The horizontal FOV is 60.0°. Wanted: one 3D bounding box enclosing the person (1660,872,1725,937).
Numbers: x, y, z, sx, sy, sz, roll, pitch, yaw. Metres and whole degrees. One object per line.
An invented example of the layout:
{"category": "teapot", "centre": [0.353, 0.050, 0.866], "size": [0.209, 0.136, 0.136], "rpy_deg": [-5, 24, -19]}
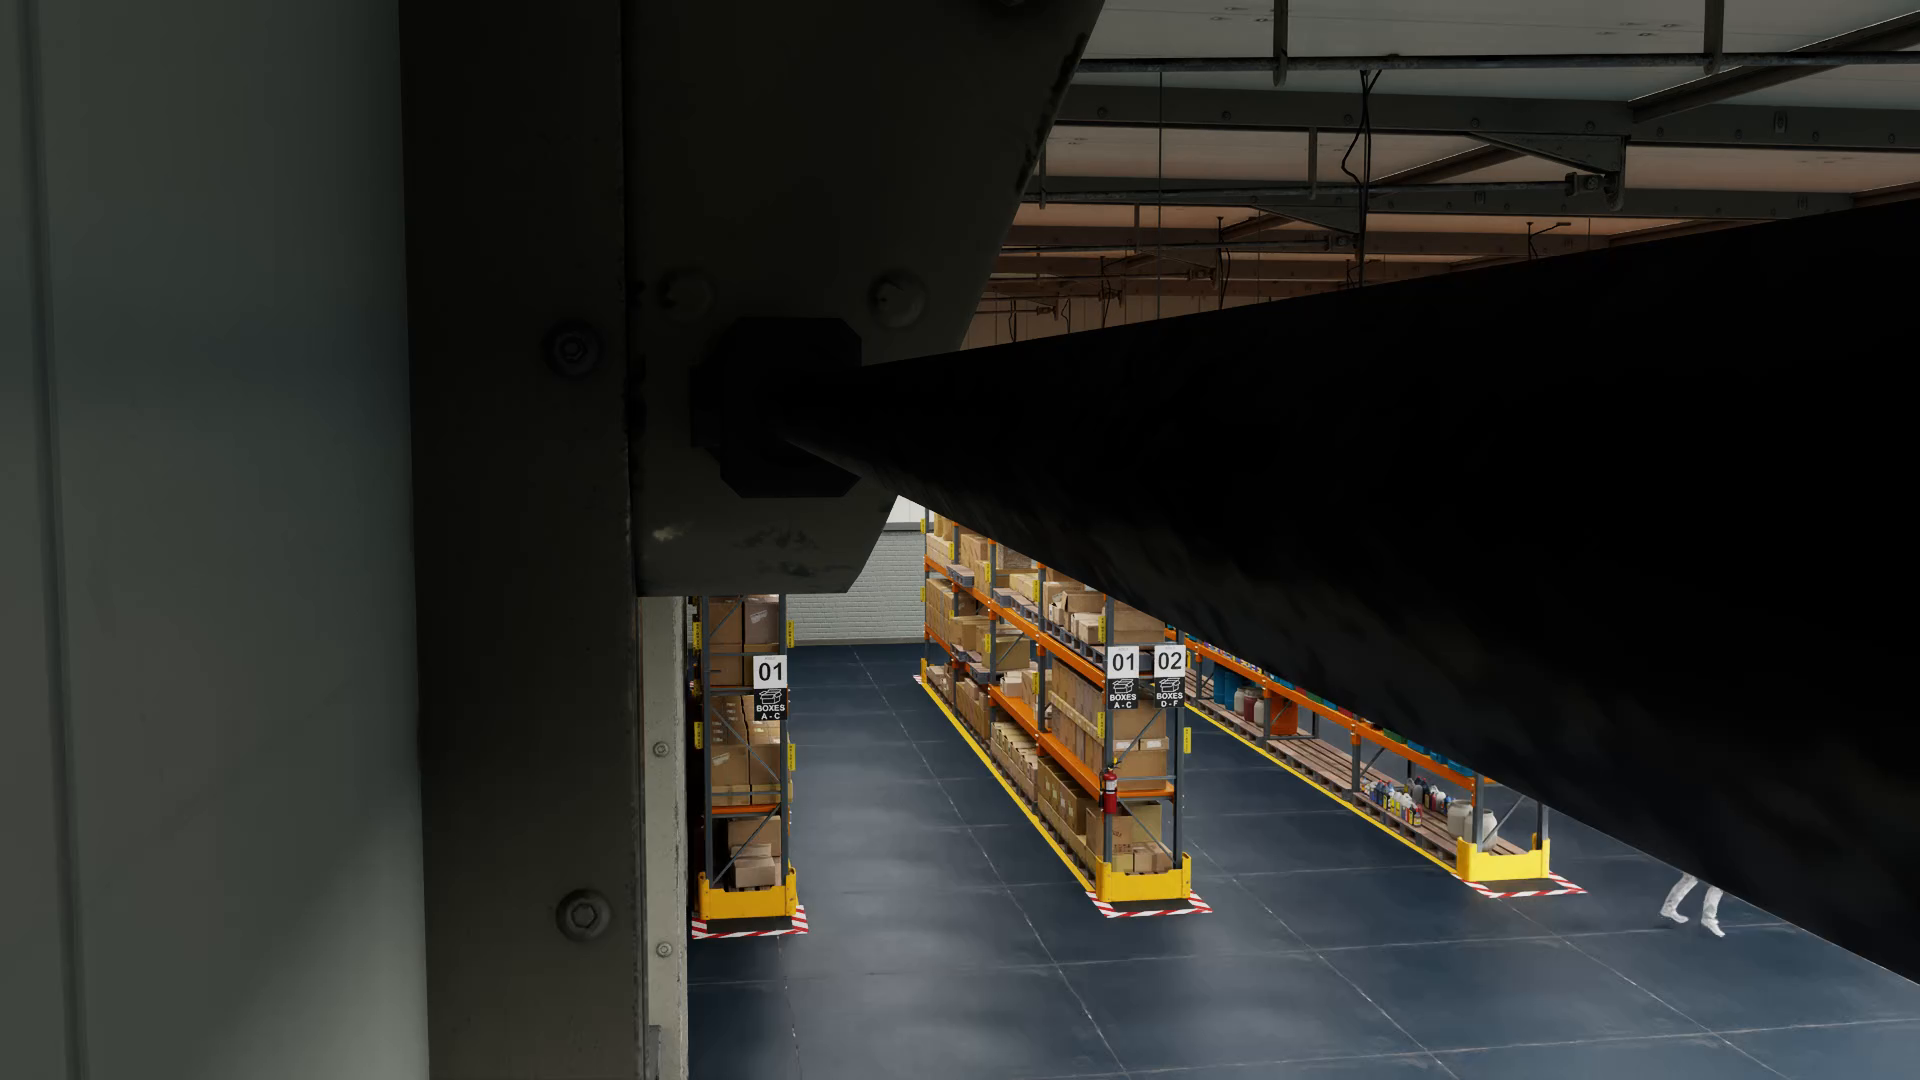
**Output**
{"category": "person", "centre": [8.701, 3.719, 19.587], "size": [0.782, 1.844, 0.664], "rpy_deg": [2, 5, 21]}
